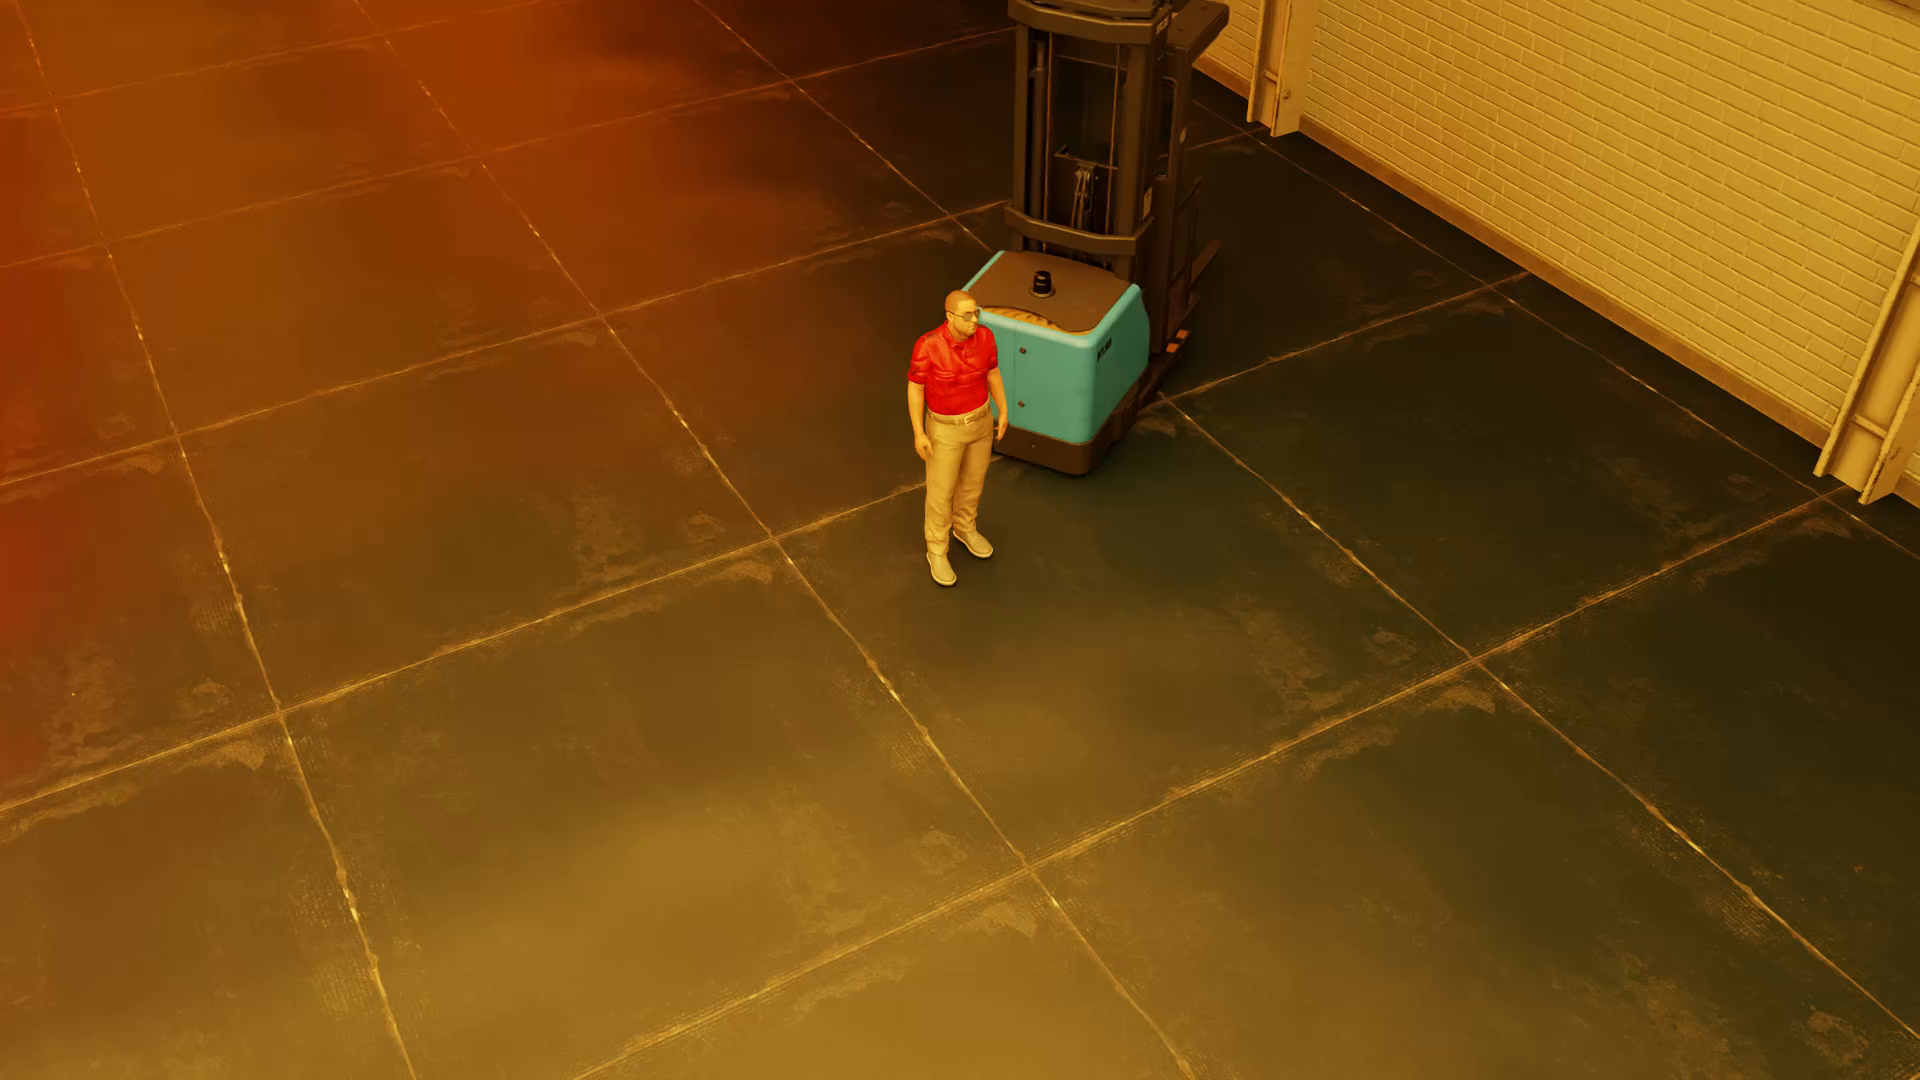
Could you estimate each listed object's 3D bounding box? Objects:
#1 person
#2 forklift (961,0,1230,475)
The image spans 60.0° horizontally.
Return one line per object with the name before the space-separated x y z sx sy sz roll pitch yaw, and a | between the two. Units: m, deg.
person | 0.035 -0.618 9.711 0.641 1.728 0.550 -20 44 -23
forklift | 1.025 -2.482 11.029 1.130 2.935 3.031 18 43 20
